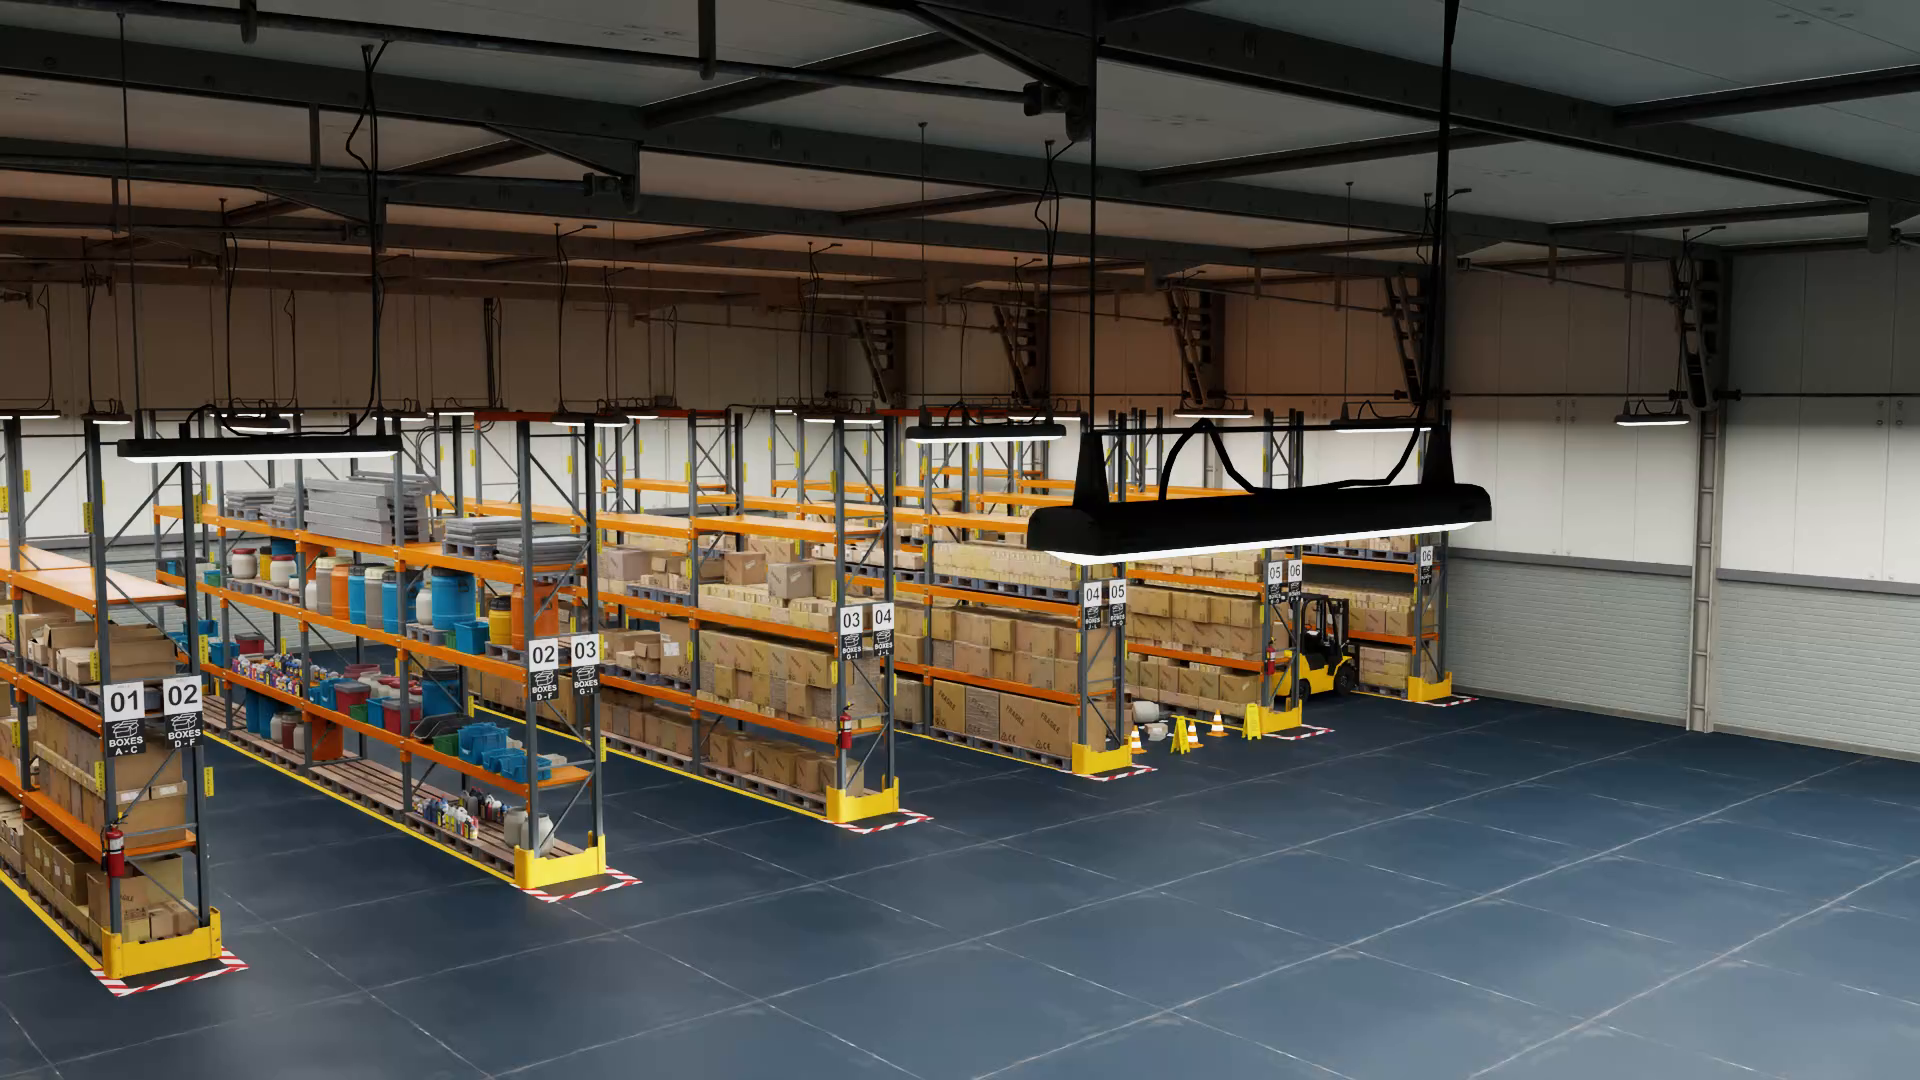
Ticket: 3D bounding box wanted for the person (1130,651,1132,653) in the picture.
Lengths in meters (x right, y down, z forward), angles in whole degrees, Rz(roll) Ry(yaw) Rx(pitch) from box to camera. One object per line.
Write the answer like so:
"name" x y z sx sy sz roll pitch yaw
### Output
"person" 3.977 2.284 36.341 0.493 1.678 0.453 -3 6 -33
